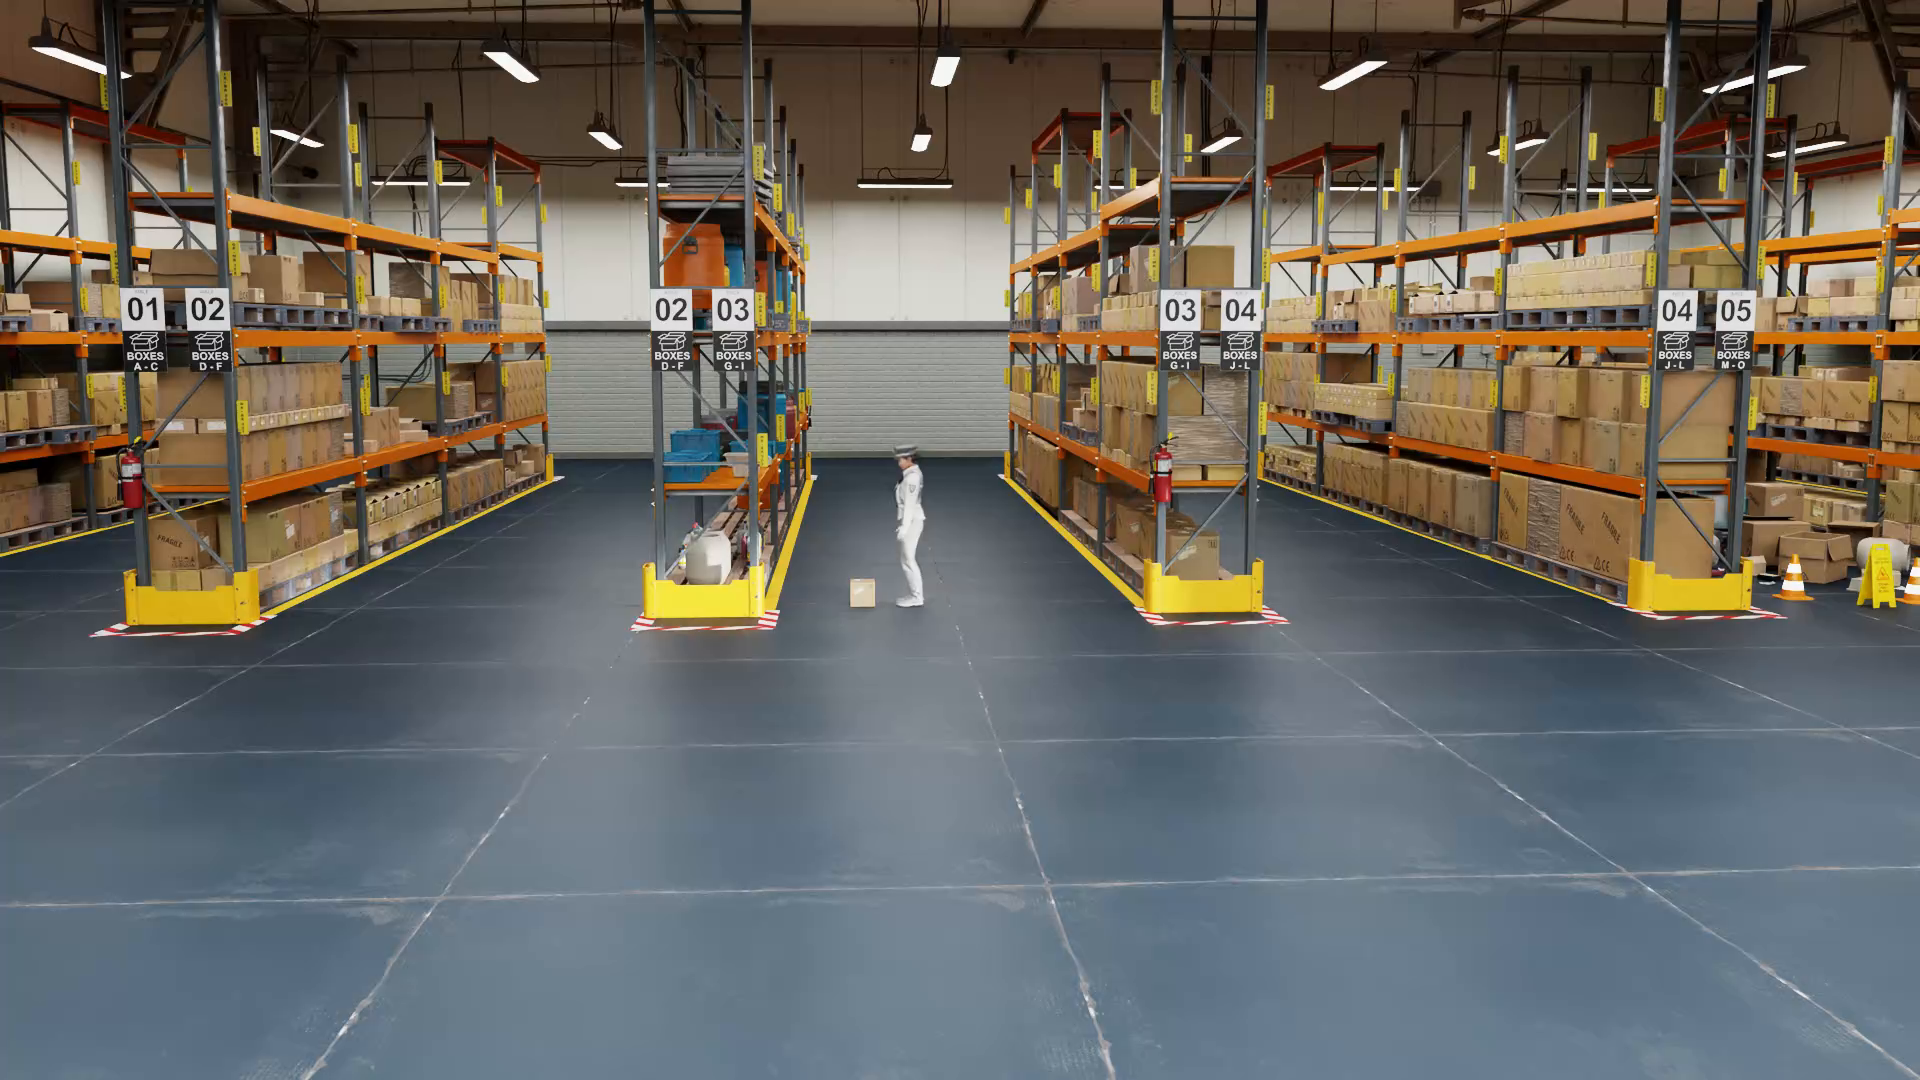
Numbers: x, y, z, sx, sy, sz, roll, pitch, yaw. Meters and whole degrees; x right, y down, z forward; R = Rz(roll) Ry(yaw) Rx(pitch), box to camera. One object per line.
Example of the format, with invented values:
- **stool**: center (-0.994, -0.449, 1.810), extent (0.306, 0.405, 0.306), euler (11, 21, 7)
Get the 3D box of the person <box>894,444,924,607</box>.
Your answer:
- **person**: center (-0.520, -0.151, 17.040), extent (0.321, 1.661, 0.475), euler (0, 7, -3)
